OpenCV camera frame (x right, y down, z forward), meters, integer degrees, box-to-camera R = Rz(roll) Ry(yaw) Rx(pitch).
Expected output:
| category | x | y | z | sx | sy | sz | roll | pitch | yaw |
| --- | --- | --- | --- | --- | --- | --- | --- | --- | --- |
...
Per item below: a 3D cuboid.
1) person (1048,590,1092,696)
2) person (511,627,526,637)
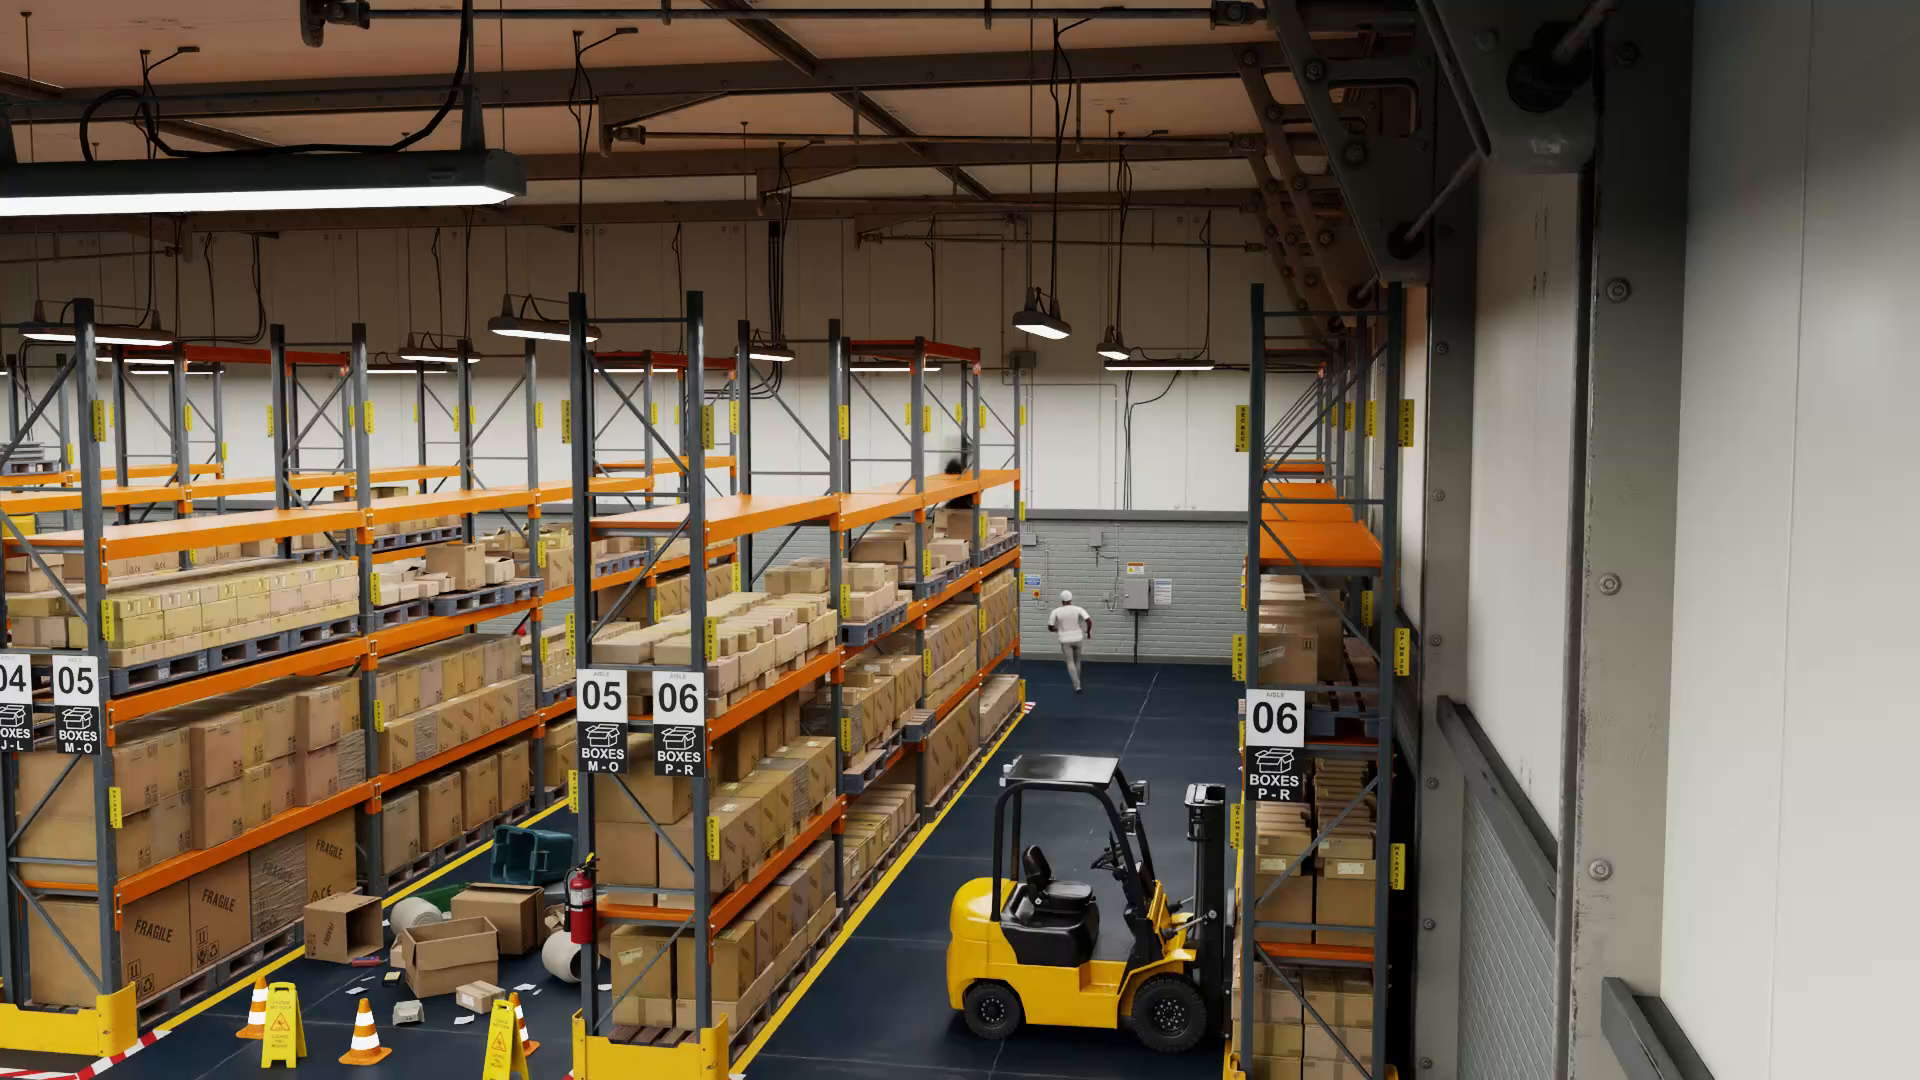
| category | x | y | z | sx | sy | sz | roll | pitch | yaw |
| --- | --- | --- | --- | --- | --- | --- | --- | --- | --- |
| person | 1.849 | 1.740 | 28.203 | 0.725 | 1.789 | 0.802 | -1 | 5 | -7 |
| person | -6.771 | 2.217 | 25.752 | 0.668 | 1.786 | 0.892 | 1 | 5 | 16 |
